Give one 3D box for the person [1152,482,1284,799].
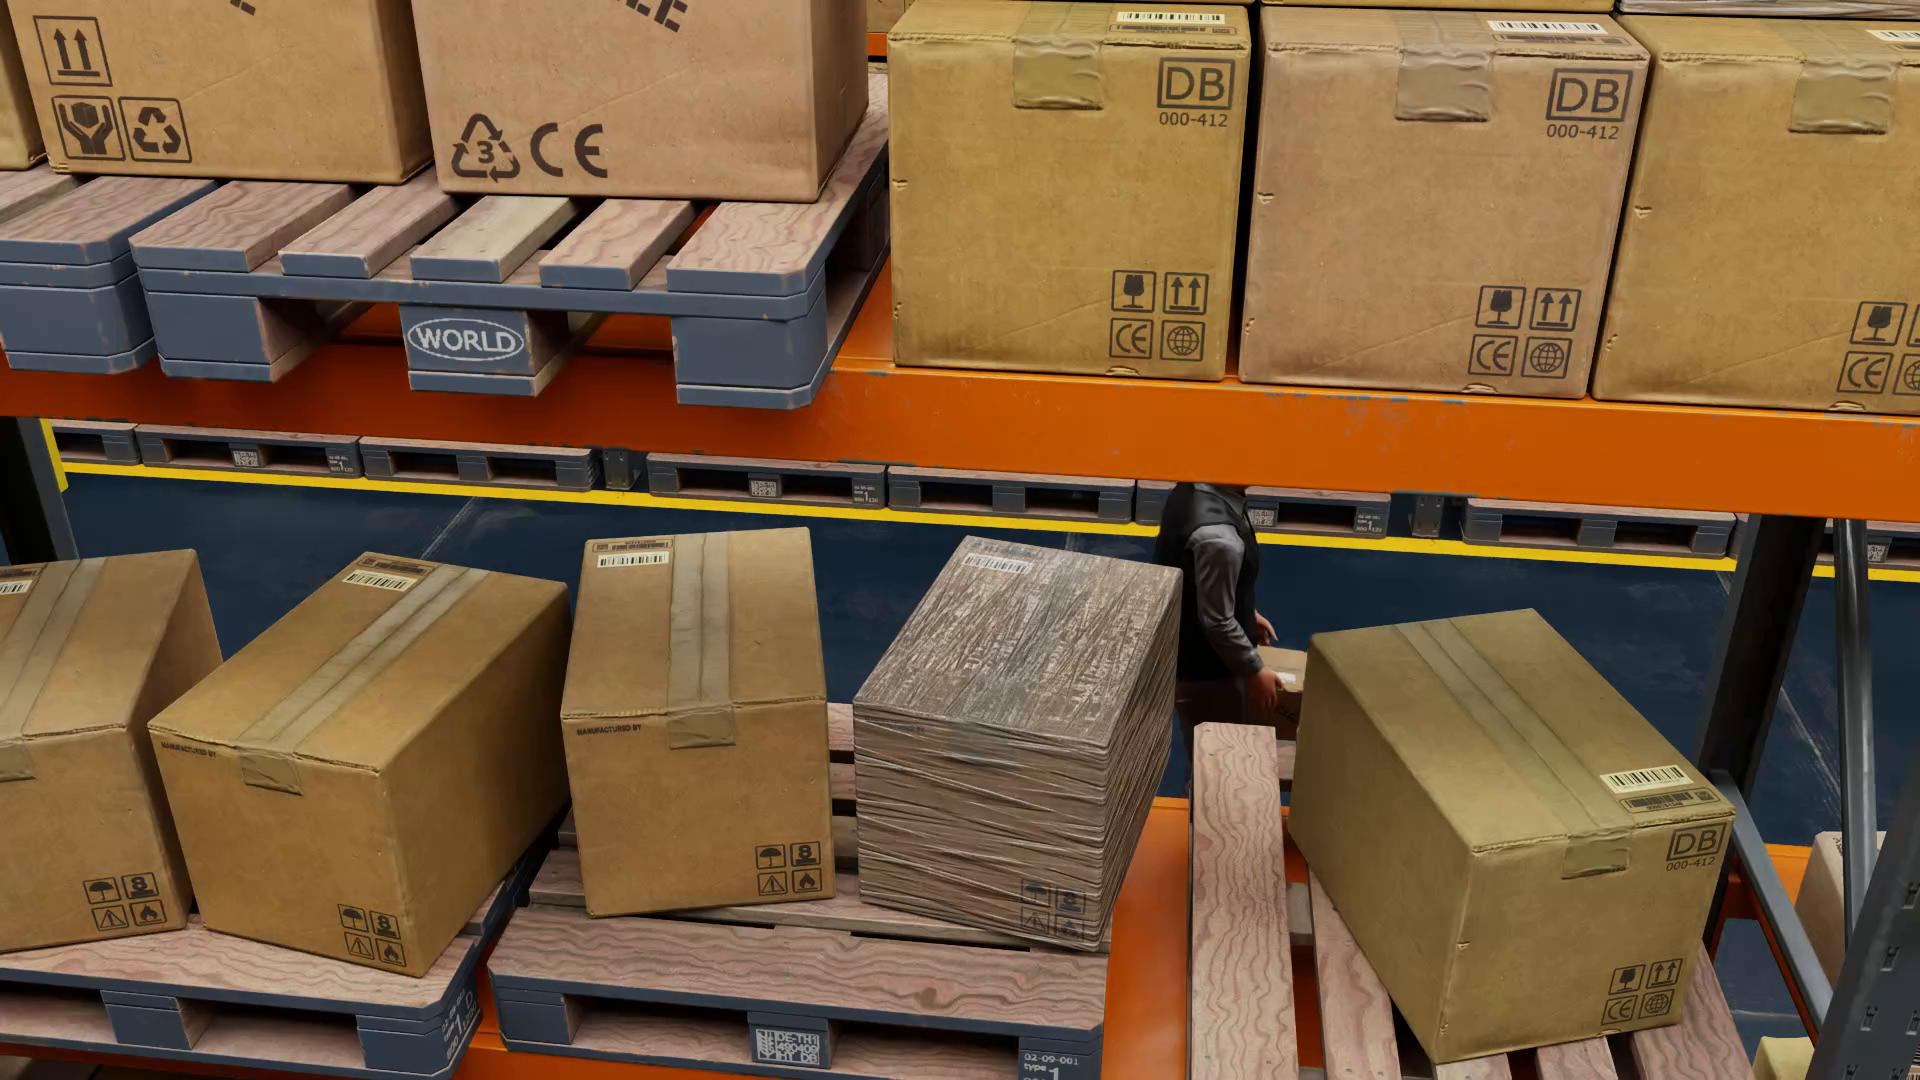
[{"bbox_3d":[0.836,0.380,5.433,0.470,1.727,0.551,3,28,5],"label":"person"}]
